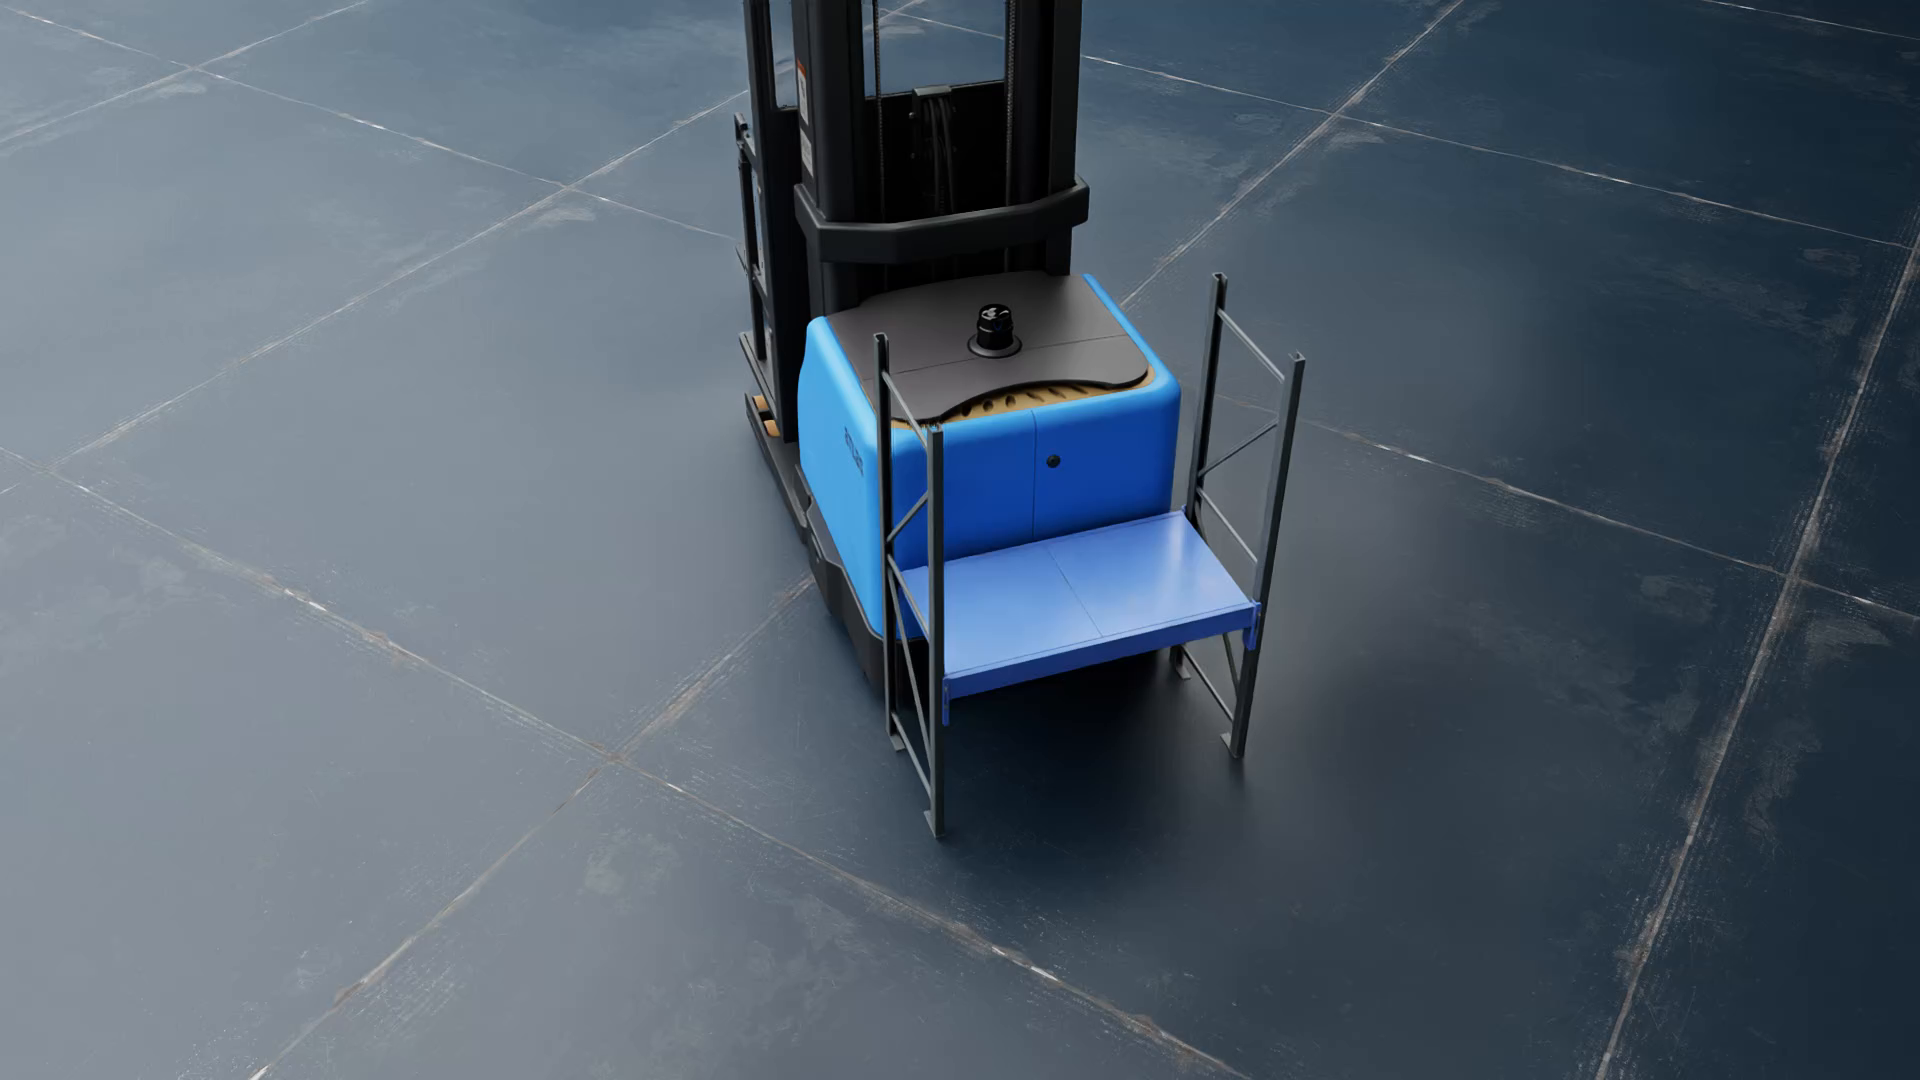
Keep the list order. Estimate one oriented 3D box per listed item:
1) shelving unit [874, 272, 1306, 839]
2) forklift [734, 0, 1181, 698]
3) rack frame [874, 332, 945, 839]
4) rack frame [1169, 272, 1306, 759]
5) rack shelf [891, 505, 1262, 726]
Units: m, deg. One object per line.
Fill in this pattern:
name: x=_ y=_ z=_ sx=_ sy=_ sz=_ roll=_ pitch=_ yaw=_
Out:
shelving unit: x=0.338 y=0.070 z=4.926 sx=1.048 sy=1.500 sz=0.538 roll=-12 pitch=40 yaw=-15
forklift: x=-0.238 y=-1.547 z=5.856 sx=1.130 sy=2.935 sz=3.031 roll=-11 pitch=39 yaw=-14
rack frame: x=-0.141 y=0.173 z=4.792 sx=0.032 sy=1.500 sz=0.500 roll=-12 pitch=40 yaw=-15
rack frame: x=0.818 y=-0.034 z=5.061 sx=0.032 sy=1.500 sz=0.500 roll=-12 pitch=40 yaw=-15
rack shelf: x=0.338 y=0.211 z=5.038 sx=1.000 sy=0.185 sz=0.538 roll=-12 pitch=40 yaw=-15
